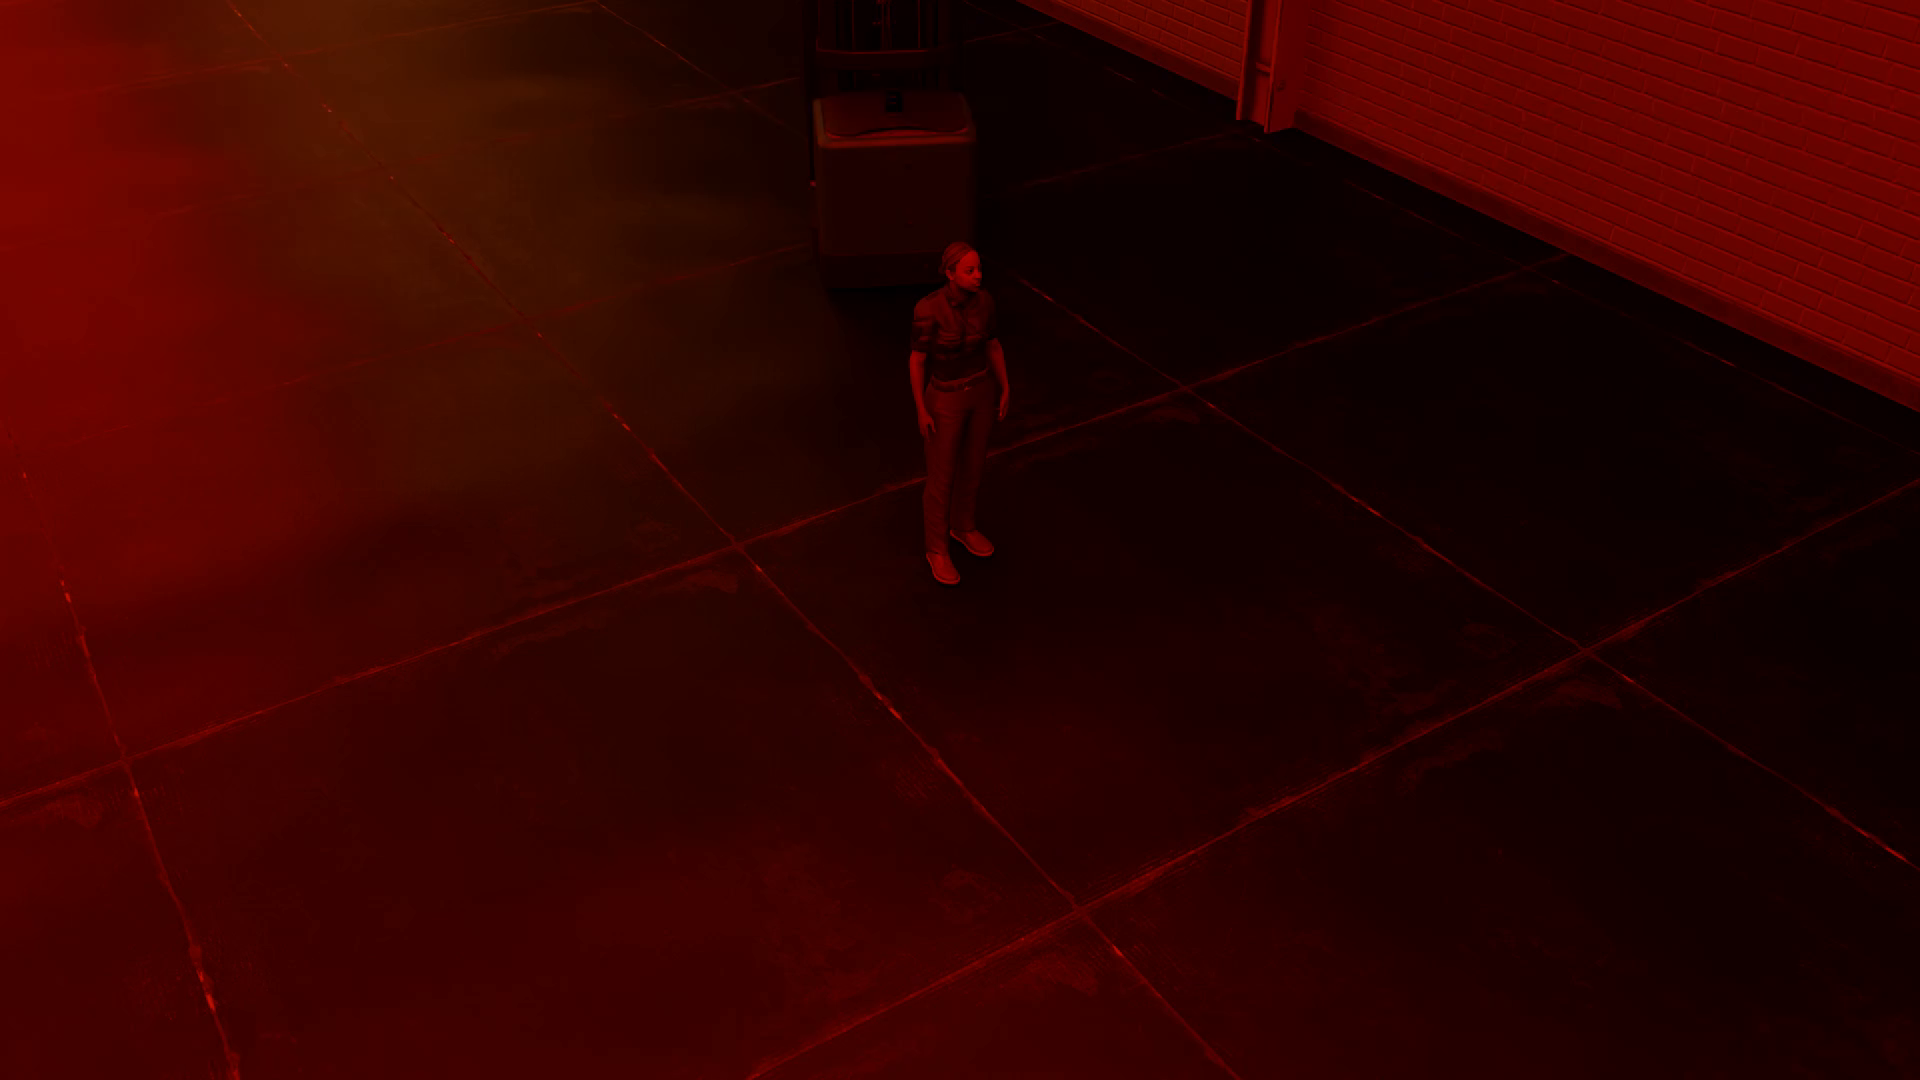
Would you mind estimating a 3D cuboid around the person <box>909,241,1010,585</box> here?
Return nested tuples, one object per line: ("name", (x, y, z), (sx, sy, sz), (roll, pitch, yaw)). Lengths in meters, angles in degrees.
("person", (0.032, -0.634, 8.148), (0.570, 1.656, 0.503), (-21, 40, -27))

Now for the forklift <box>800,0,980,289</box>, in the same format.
("forklift", (-0.555, -3.683, 11.389), (1.130, 2.935, 3.031), (-4, 35, -6))
